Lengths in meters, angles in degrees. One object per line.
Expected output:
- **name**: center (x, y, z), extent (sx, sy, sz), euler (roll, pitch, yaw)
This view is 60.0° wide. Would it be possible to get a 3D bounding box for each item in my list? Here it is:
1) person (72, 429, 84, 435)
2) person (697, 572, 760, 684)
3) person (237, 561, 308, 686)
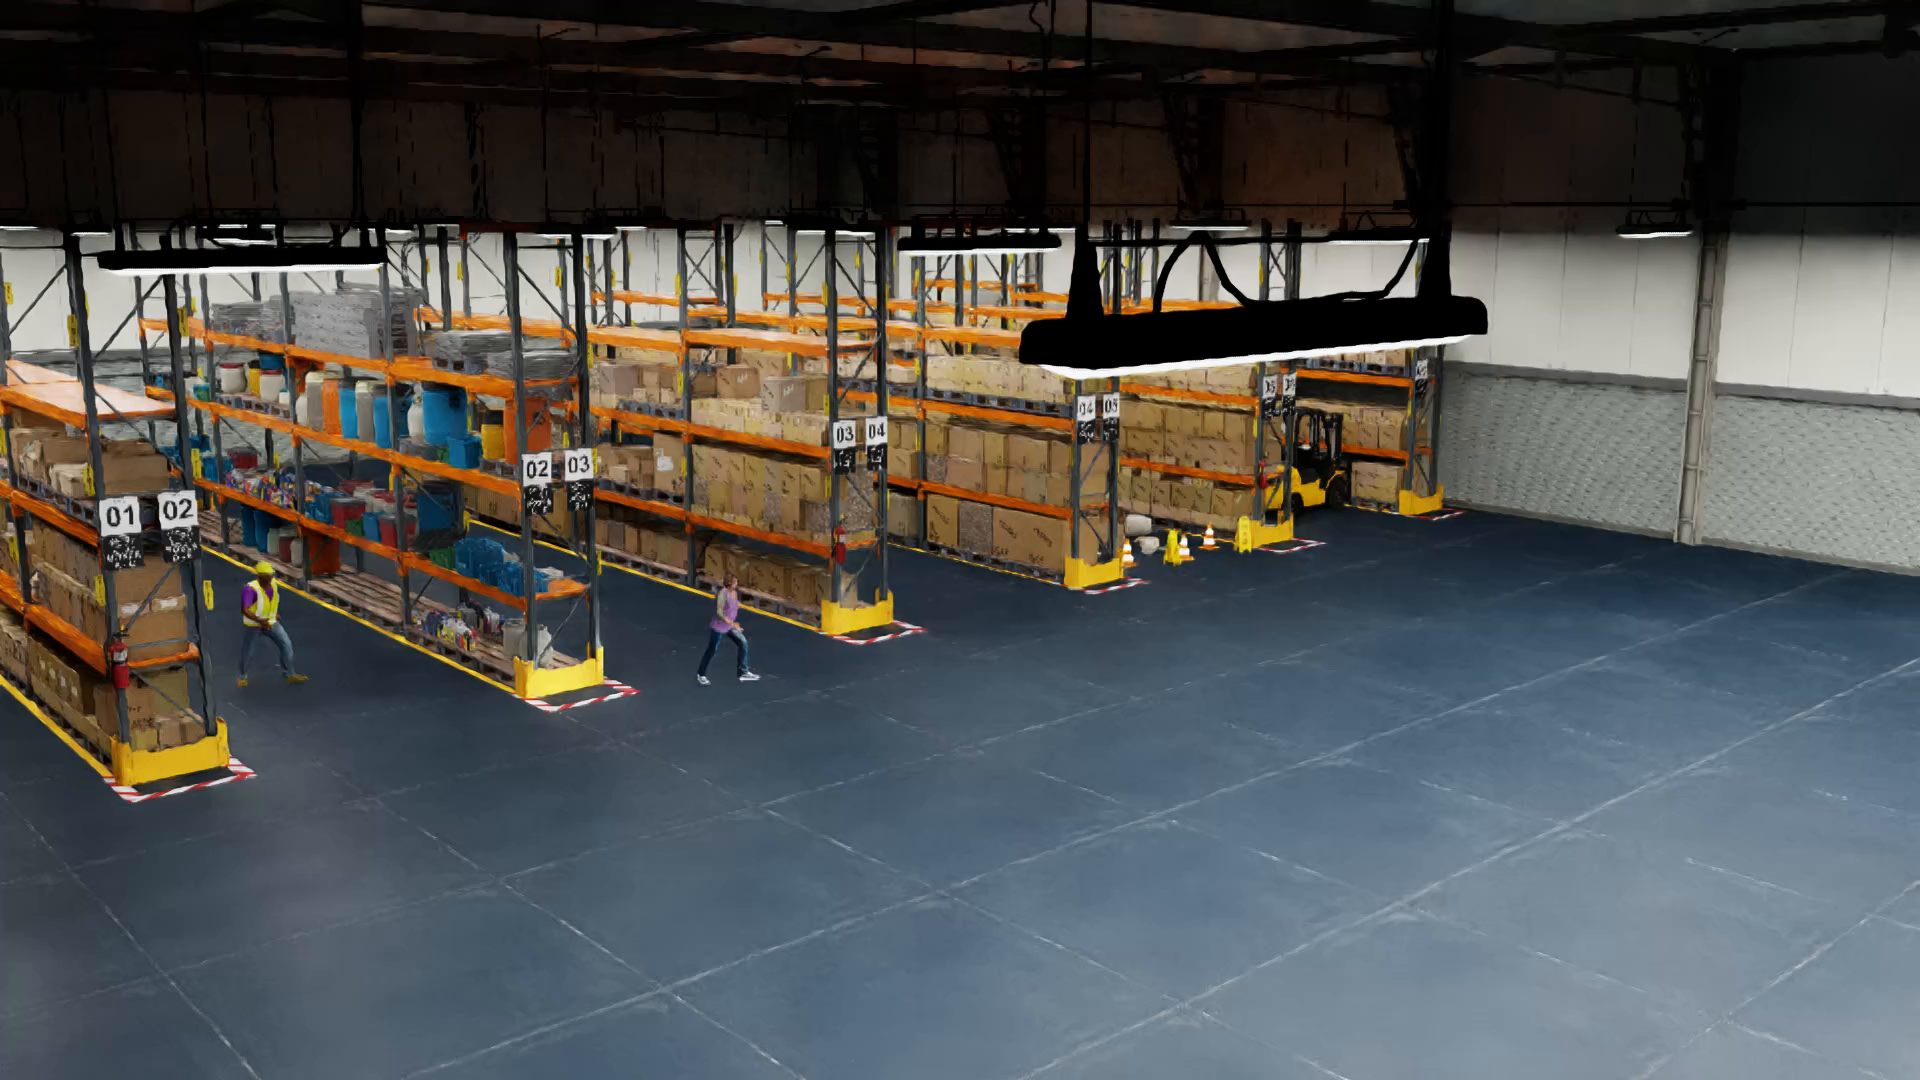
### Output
- **person**: center (-18.269, -1.429, 34.490), extent (0.508, 1.739, 0.707), euler (-3, 12, -13)
- **person**: center (-3.145, 1.159, 22.210), extent (0.769, 1.530, 0.572), euler (6, 13, 28)
- **person**: center (-9.271, 1.097, 22.094), extent (0.831, 1.696, 0.711), euler (7, 13, 30)
